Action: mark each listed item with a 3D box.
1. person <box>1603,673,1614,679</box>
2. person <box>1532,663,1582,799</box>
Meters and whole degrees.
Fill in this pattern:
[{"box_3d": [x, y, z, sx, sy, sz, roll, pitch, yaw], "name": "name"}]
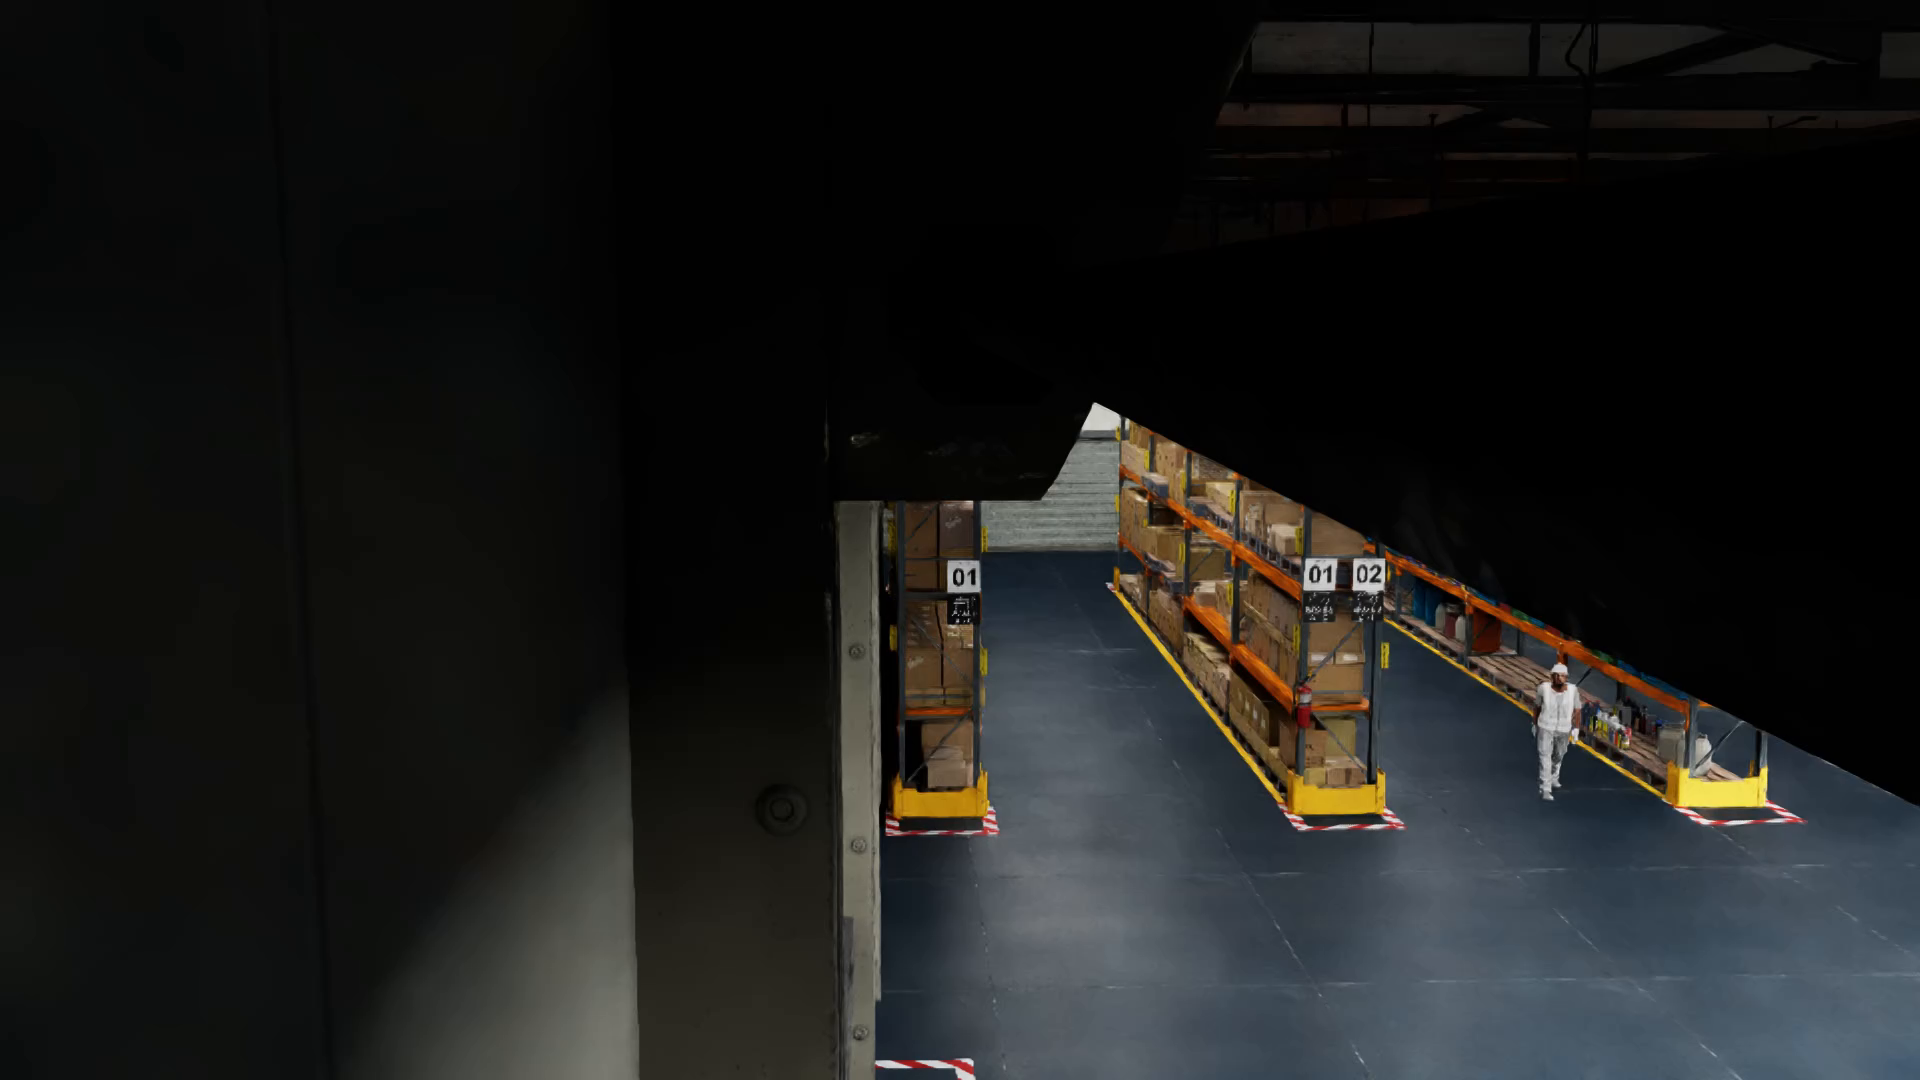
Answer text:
[{"box_3d": [11.038, 1.539, 27.370, 0.554, 1.710, 1.097, -2, 8, -11], "name": "person"}, {"box_3d": [7.639, 2.414, 21.271, 0.555, 1.720, 1.024, 1, 8, 7], "name": "person"}]
